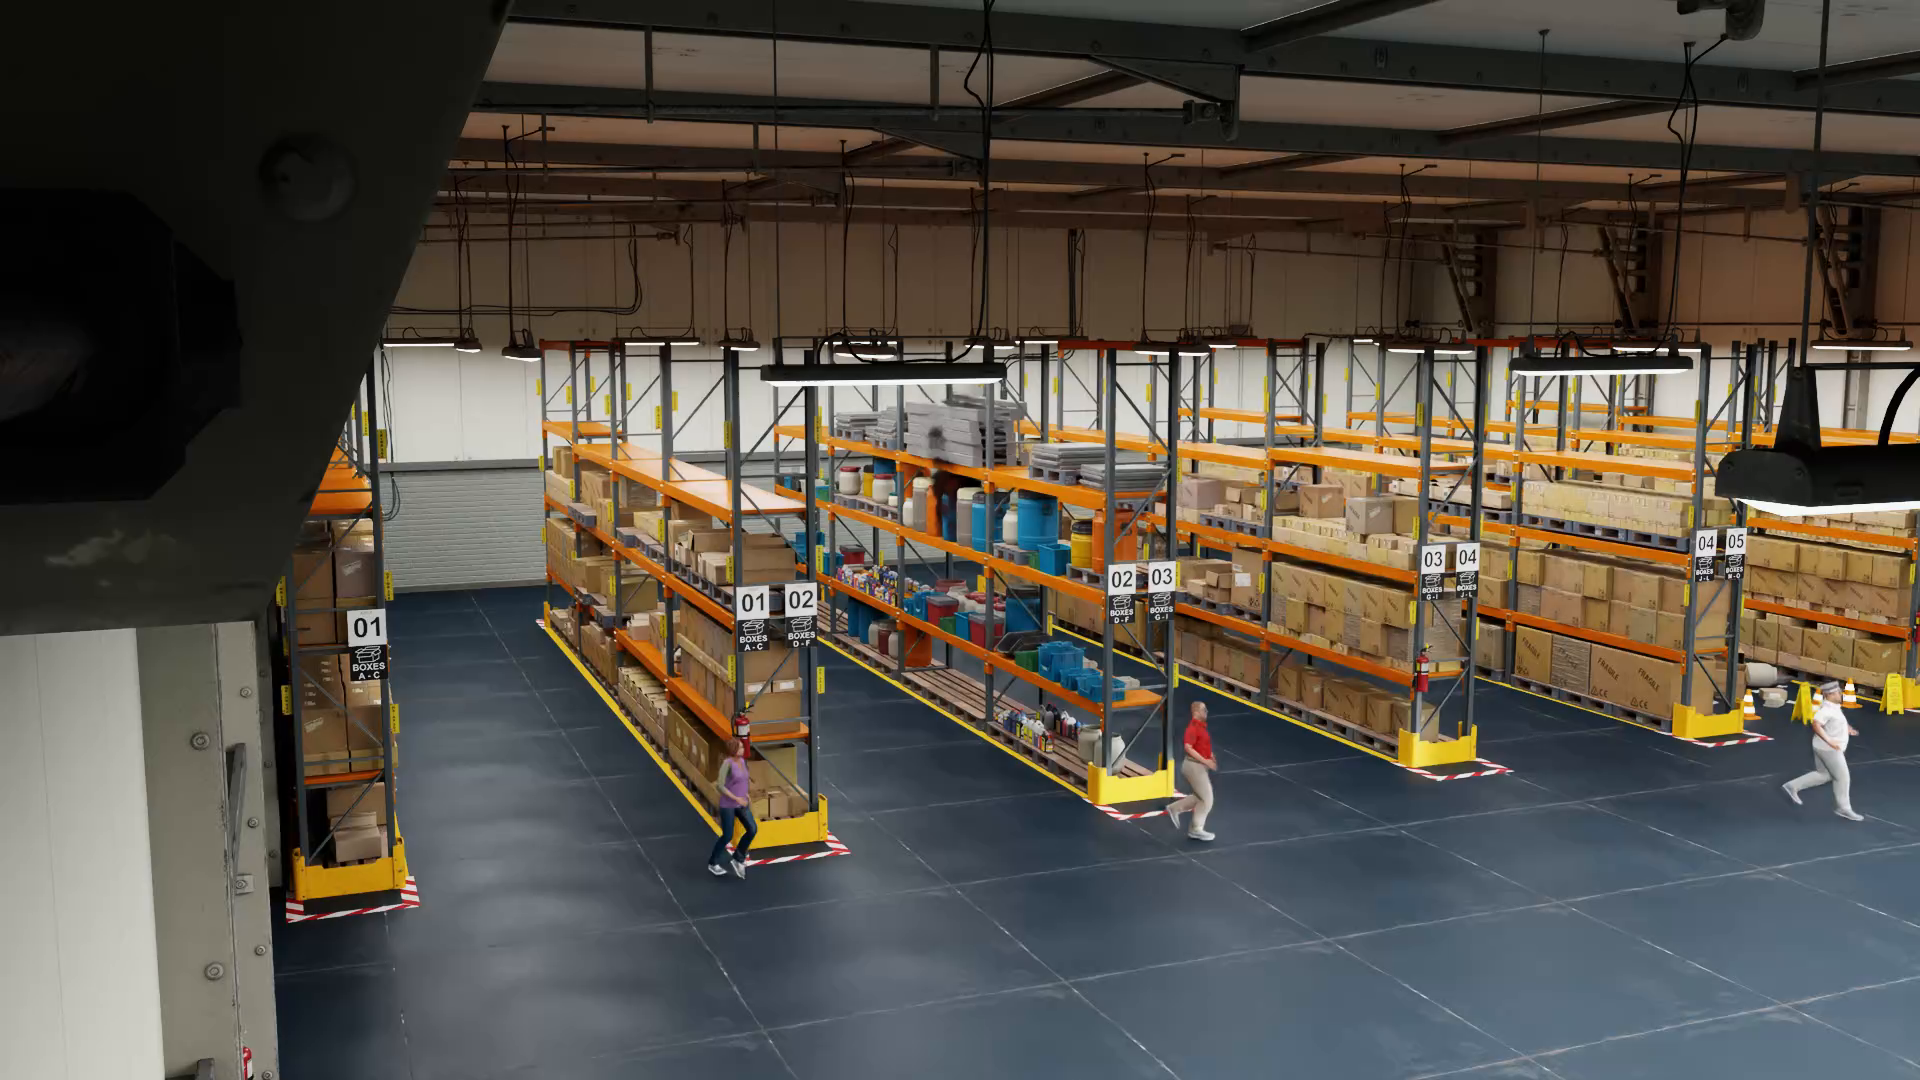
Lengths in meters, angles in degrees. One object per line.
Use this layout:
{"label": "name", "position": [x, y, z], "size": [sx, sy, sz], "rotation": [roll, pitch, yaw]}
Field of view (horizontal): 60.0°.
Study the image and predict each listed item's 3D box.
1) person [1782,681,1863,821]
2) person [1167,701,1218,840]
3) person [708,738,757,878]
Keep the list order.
{"label": "person", "position": [11.147, 2.686, 21.395], "size": [0.951, 1.791, 0.664], "rotation": [3, 8, 19]}
{"label": "person", "position": [2.912, 2.830, 20.659], "size": [0.617, 1.673, 0.713], "rotation": [2, 8, 13]}
{"label": "person", "position": [-2.577, 3.114, 19.157], "size": [0.570, 1.486, 0.597], "rotation": [5, 9, 33]}
